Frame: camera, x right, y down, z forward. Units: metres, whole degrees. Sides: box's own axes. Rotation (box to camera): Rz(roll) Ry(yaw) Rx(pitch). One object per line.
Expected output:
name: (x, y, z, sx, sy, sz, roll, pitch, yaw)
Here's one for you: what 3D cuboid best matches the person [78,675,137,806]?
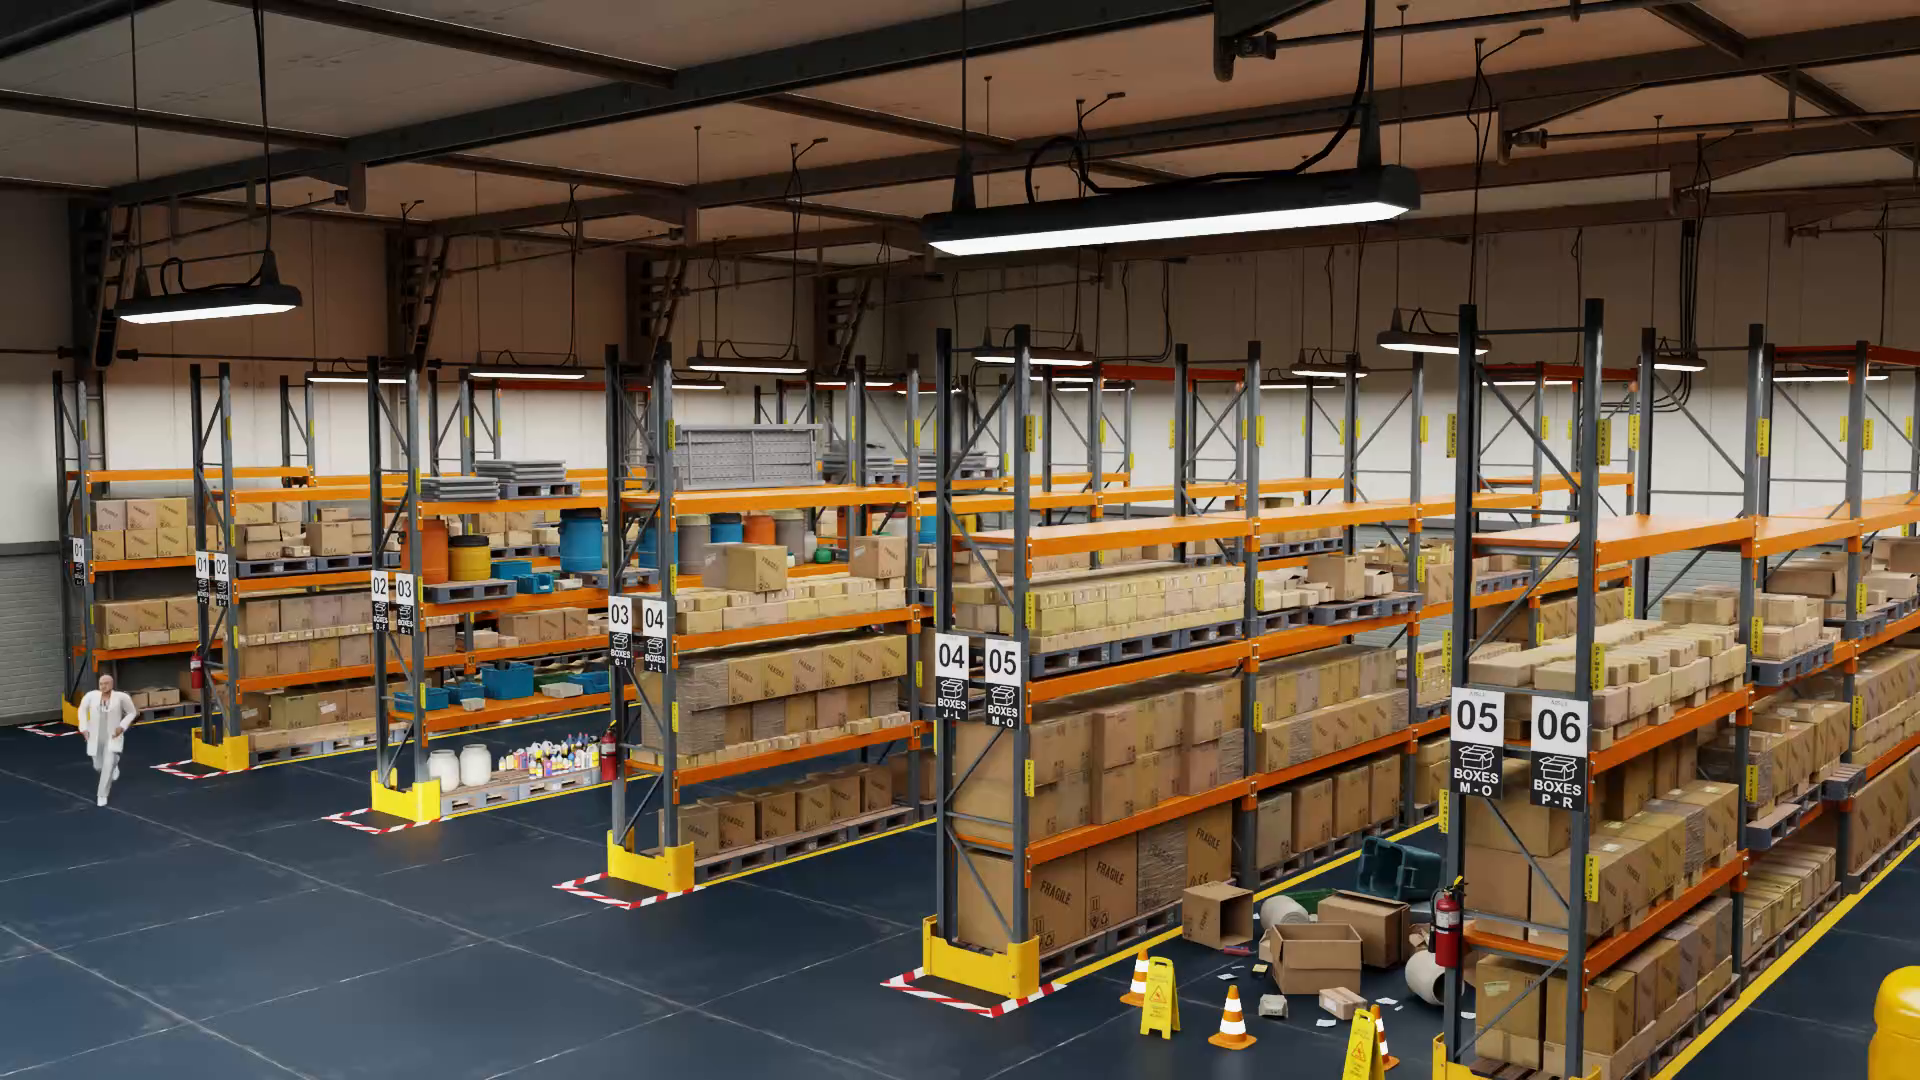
person: (-11.603, 2.689, 22.664, 0.729, 1.759, 0.873, -1, 4, -12)
